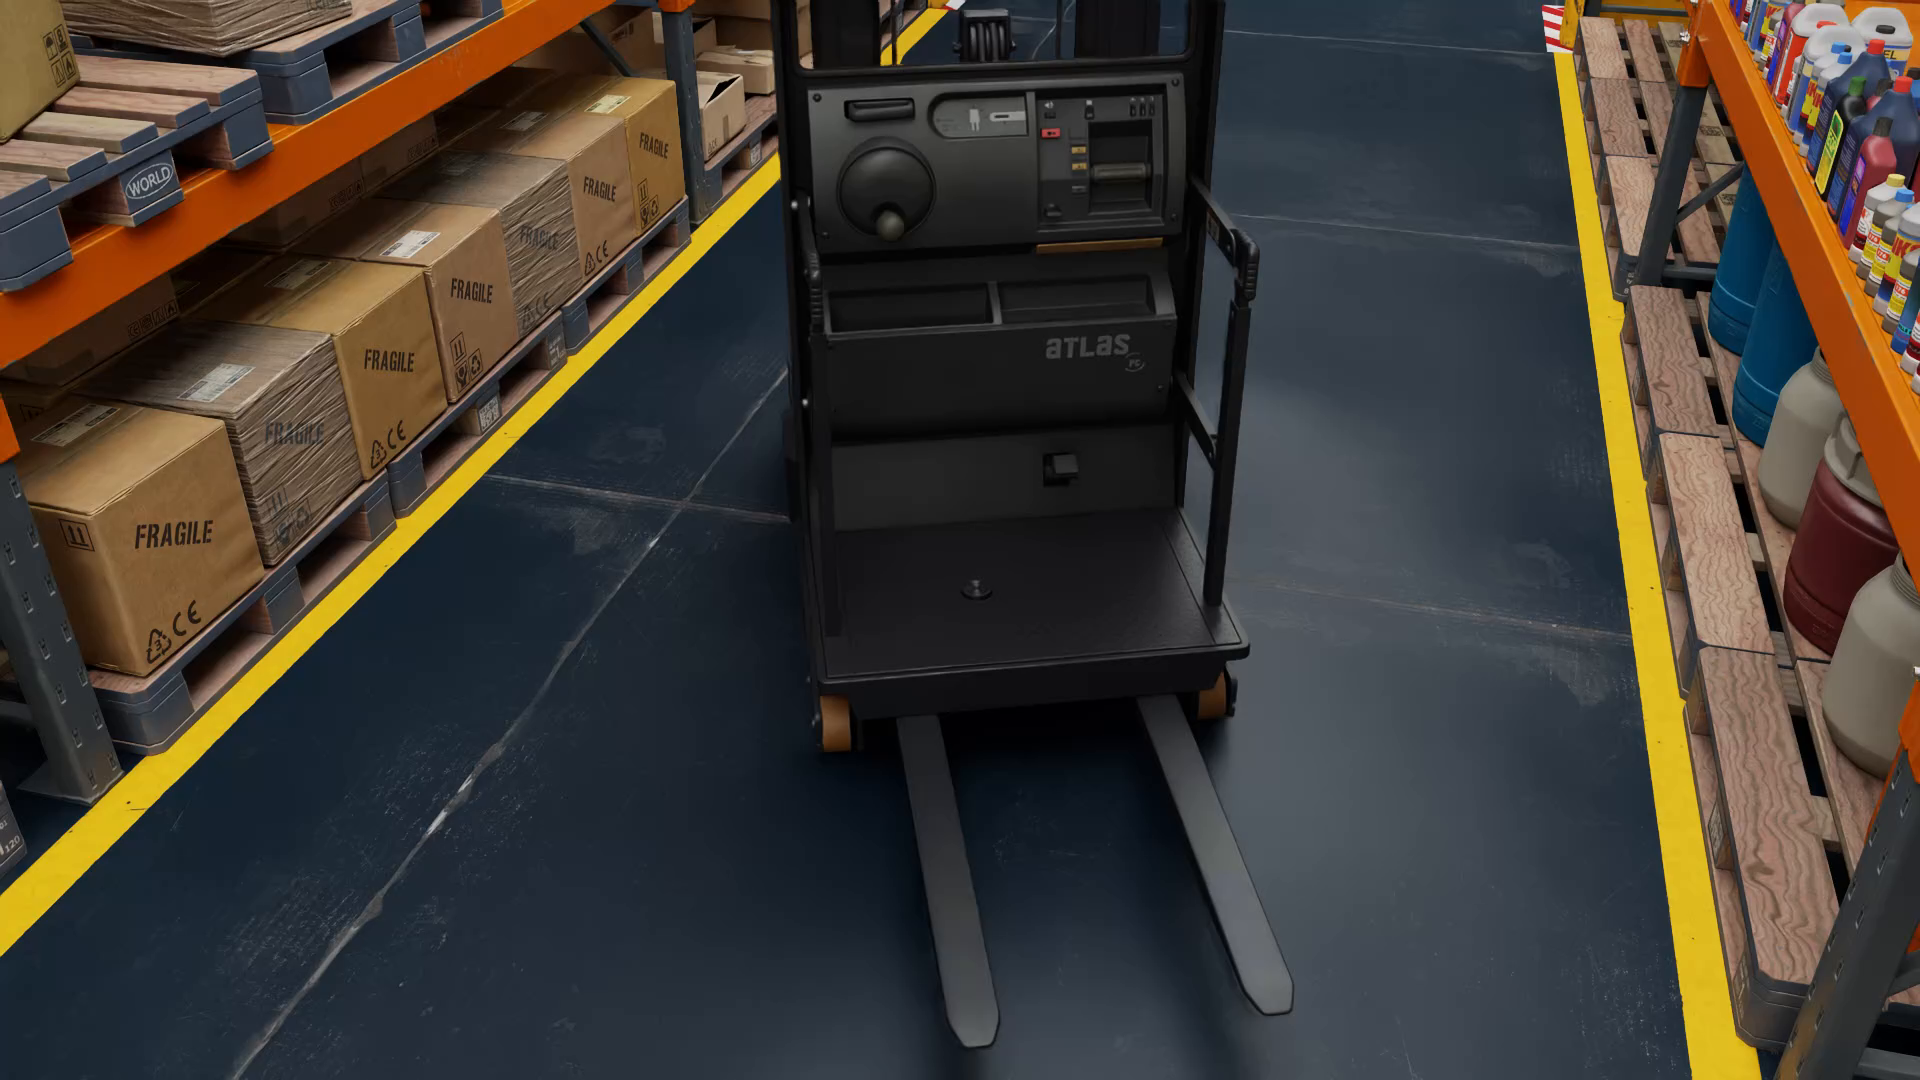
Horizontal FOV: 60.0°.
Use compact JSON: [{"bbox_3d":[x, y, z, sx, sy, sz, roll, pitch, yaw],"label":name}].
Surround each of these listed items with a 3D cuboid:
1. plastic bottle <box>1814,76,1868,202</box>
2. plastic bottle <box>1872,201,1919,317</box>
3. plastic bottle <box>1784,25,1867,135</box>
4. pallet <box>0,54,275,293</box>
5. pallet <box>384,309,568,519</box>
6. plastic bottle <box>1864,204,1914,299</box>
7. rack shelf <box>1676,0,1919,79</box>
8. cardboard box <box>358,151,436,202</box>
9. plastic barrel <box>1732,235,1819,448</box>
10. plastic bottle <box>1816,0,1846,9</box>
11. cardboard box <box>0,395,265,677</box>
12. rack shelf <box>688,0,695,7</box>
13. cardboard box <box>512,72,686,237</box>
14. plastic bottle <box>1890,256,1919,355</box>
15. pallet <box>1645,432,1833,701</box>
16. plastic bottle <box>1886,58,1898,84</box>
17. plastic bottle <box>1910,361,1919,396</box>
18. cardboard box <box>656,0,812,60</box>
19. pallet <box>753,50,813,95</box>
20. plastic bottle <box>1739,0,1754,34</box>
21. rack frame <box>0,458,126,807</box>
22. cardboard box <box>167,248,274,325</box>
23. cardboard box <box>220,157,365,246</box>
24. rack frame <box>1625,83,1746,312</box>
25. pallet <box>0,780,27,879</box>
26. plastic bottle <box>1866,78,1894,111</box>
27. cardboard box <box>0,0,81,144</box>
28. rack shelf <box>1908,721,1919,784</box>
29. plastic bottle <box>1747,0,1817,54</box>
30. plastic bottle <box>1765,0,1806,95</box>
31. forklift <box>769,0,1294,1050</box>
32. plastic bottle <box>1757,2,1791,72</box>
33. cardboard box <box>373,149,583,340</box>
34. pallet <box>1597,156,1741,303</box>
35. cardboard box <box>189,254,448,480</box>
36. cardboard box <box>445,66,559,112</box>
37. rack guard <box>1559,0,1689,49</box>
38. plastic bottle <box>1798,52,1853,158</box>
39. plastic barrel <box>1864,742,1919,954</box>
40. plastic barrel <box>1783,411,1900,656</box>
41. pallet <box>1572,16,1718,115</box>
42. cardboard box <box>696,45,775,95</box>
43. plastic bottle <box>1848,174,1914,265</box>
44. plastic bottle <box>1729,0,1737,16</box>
[{"bbox_3d":[2.197,-0.994,4.126,0.061,0.283,0.133,8,33,12],"label":"plastic bottle"},{"bbox_3d":[2.031,-0.610,3.533,0.097,0.271,0.097,0,32,0],"label":"plastic bottle"},{"bbox_3d":[2.372,-1.251,4.538,0.152,0.276,0.135,8,33,12],"label":"plastic bottle"},{"bbox_3d":[-2.549,-0.974,4.165,1.213,0.211,1.003,8,33,12],"label":"pallet"},{"bbox_3d":[-2.116,-0.530,5.887,1.003,0.211,1.213,8,33,12],"label":"pallet"},{"bbox_3d":[2.056,-0.631,3.632,0.097,0.201,0.097,0,32,0],"label":"plastic bottle"},{"bbox_3d":[3.659,-2.827,7.572,1.077,0.370,4.000,8,33,12],"label":"rack shelf"},{"bbox_3d":[-2.256,-1.145,6.176,0.500,0.500,0.500,8,33,13],"label":"cardboard box"},{"bbox_3d":[2.818,-0.737,5.178,0.600,0.901,0.708,8,33,12],"label":"plastic barrel"},{"bbox_3d":[2.698,-1.623,5.193,0.097,0.201,0.097,0,32,0],"label":"plastic bottle"},{"bbox_3d":[-2.262,-0.021,4.408,0.500,0.500,0.500,9,34,14],"label":"cardboard box"},{"bbox_3d":[-1.131,-3.503,8.635,1.077,0.370,4.000,8,33,12],"label":"rack shelf"},{"bbox_3d":[-1.487,-1.605,6.898,0.500,0.500,0.500,8,33,12],"label":"cardboard box"},{"bbox_3d":[1.982,-0.509,3.374,0.097,0.271,0.097,0,32,0],"label":"plastic bottle"},{"bbox_3d":[2.608,0.114,4.874,1.003,0.211,1.213,8,33,12],"label":"pallet"},{"bbox_3d":[2.497,-1.212,4.546,0.097,0.201,0.097,0,32,0],"label":"plastic bottle"},{"bbox_3d":[1.932,-0.378,3.234,0.097,0.201,0.097,0,32,0],"label":"plastic bottle"},{"bbox_3d":[-1.167,-2.877,8.896,0.797,0.503,0.637,8,33,12],"label":"cardboard box"},{"bbox_3d":[-1.156,-2.584,9.117,1.003,0.211,1.213,8,33,12],"label":"pallet"},{"bbox_3d":[2.601,-1.745,5.384,0.097,0.201,0.097,0,32,0],"label":"plastic bottle"},{"bbox_3d":[-2.654,-0.693,3.545,1.000,3.000,0.127,8,33,12],"label":"rack frame"},{"bbox_3d":[-2.512,-0.610,5.333,0.500,0.500,0.500,7,33,11],"label":"cardboard box"},{"bbox_3d":[-2.378,-1.219,5.593,0.500,0.250,0.500,7,33,11],"label":"cardboard box"},{"bbox_3d":[3.152,-2.093,5.746,1.000,3.000,0.127,8,33,12],"label":"rack frame"},{"bbox_3d":[-2.900,0.905,3.629,1.003,0.211,1.213,8,33,12],"label":"pallet"},{"bbox_3d":[2.256,-0.986,4.113,0.061,0.283,0.133,8,33,12],"label":"plastic bottle"},{"bbox_3d":[-2.603,-1.255,3.943,0.700,0.500,0.500,-3,33,-4],"label":"cardboard box"},{"bbox_3d":[1.629,1.324,1.041,1.077,0.370,4.000,8,33,12],"label":"rack shelf"},{"bbox_3d":[2.573,-1.662,5.184,0.152,0.276,0.135,8,33,12],"label":"plastic bottle"},{"bbox_3d":[2.421,-1.450,4.844,0.061,0.283,0.133,8,33,12],"label":"plastic bottle"},{"bbox_3d":[0.129,-0.880,3.902,1.130,2.935,3.031,-4,33,-7],"label":"forklift"},{"bbox_3d":[2.492,-1.524,5.036,0.097,0.201,0.097,0,32,0],"label":"plastic bottle"},{"bbox_3d":[-1.748,-1.089,6.087,0.500,0.500,0.500,8,33,13],"label":"cardboard box"},{"bbox_3d":[3.301,-1.303,7.103,1.003,0.211,1.213,8,33,12],"label":"pallet"},{"bbox_3d":[-2.002,-0.553,5.245,0.500,0.500,0.500,8,33,12],"label":"cardboard box"},{"bbox_3d":[-1.997,-1.682,7.020,0.500,0.500,0.500,7,33,10],"label":"cardboard box"},{"bbox_3d":[4.160,-3.128,9.704,1.175,0.500,0.348,8,33,12],"label":"rack guard"},{"bbox_3d":[2.291,-1.142,4.371,0.097,0.271,0.097,0,32,0],"label":"plastic bottle"},{"bbox_3d":[2.244,0.465,3.353,0.600,0.830,0.708,8,33,12],"label":"plastic barrel"},{"bbox_3d":[2.531,-0.019,4.340,0.600,0.588,0.708,8,33,12],"label":"plastic barrel"},{"bbox_3d":[3.920,-2.569,9.094,1.003,0.211,1.213,8,33,12],"label":"pallet"},{"bbox_3d":[-1.113,-2.398,8.456,0.380,0.166,0.250,8,33,12],"label":"cardboard box"},{"bbox_3d":[2.105,-0.732,3.791,0.097,0.201,0.097,0,32,0],"label":"plastic bottle"},{"bbox_3d":[2.646,-1.911,5.569,0.061,0.283,0.133,8,33,12],"label":"plastic bottle"}]
